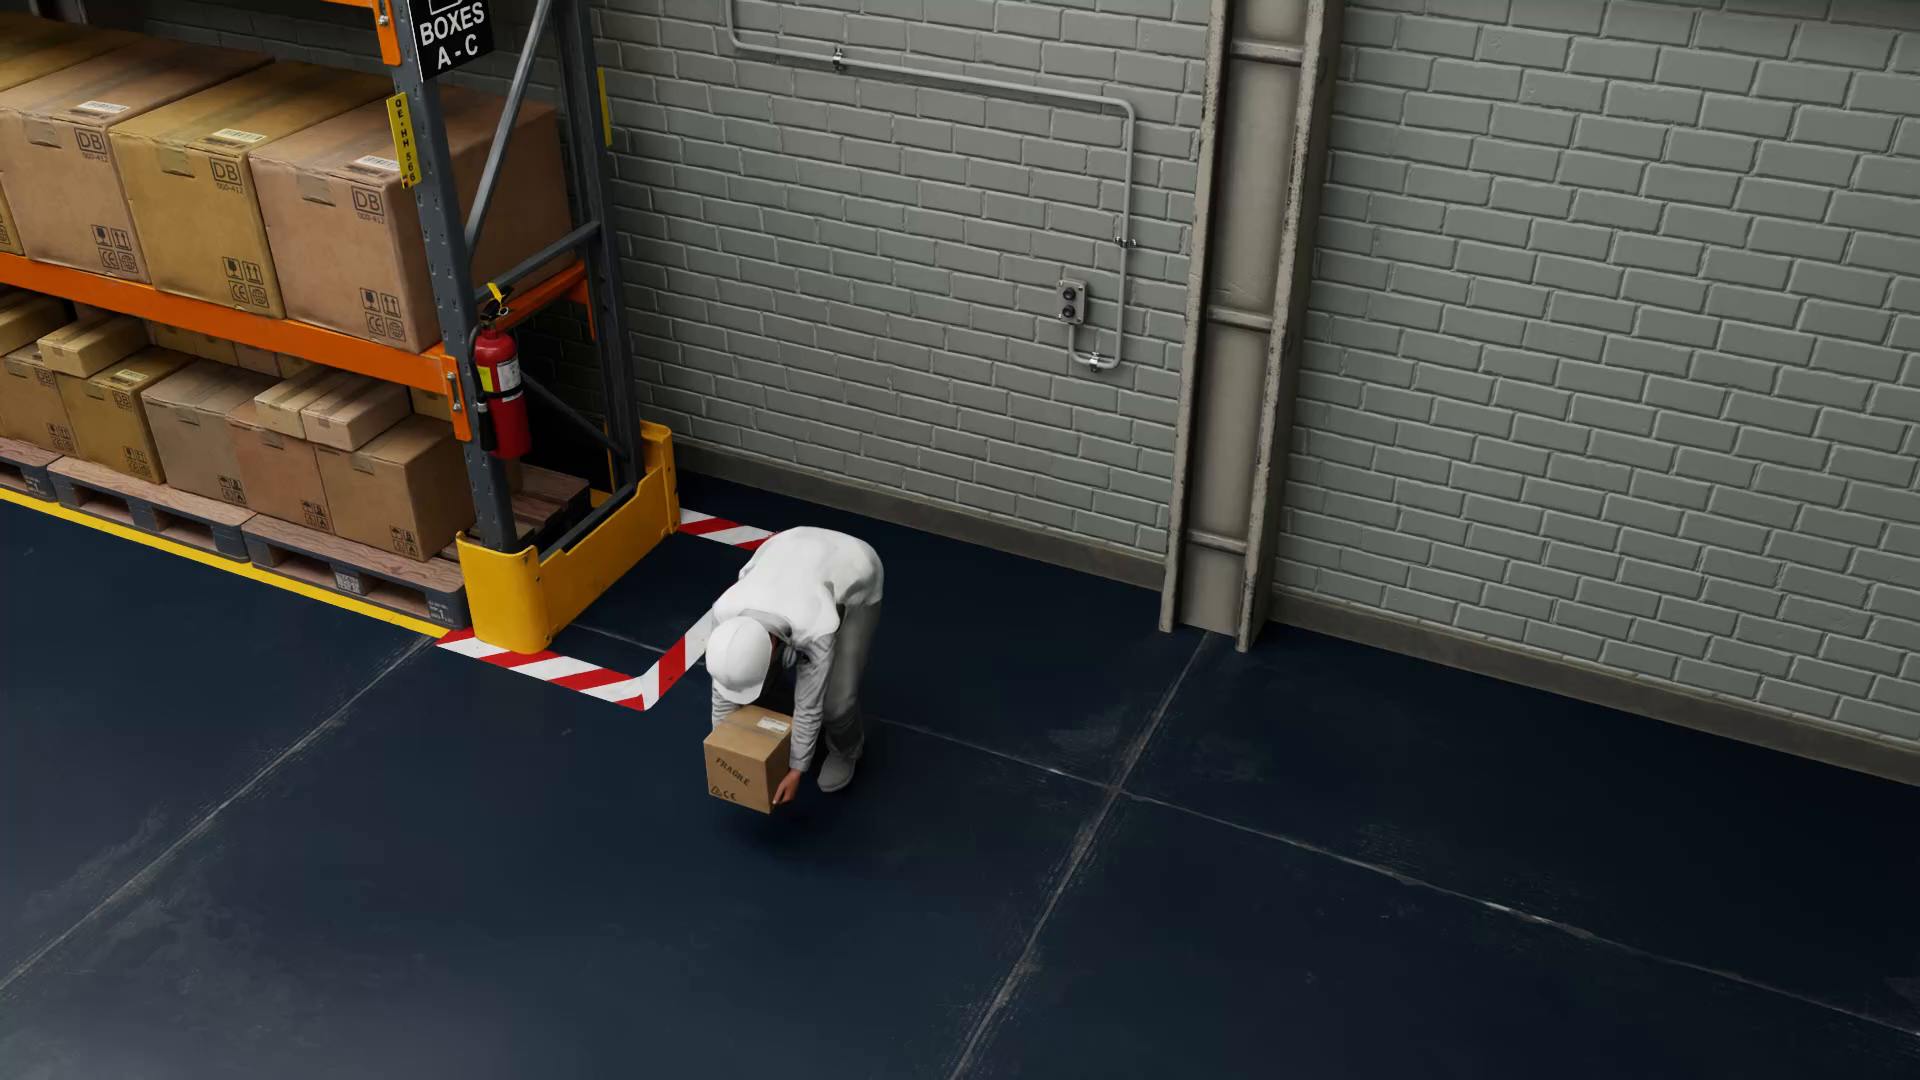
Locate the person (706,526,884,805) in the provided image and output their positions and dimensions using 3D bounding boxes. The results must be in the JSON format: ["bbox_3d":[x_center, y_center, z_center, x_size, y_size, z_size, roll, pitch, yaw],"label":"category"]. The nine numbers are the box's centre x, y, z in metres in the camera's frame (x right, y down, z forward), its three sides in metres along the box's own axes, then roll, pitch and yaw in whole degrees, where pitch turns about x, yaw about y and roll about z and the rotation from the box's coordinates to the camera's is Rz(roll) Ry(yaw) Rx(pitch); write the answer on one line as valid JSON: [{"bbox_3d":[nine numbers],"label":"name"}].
[{"bbox_3d":[-0.614,0.506,6.043,0.501,1.012,0.996,13,36,18],"label":"person"}]
